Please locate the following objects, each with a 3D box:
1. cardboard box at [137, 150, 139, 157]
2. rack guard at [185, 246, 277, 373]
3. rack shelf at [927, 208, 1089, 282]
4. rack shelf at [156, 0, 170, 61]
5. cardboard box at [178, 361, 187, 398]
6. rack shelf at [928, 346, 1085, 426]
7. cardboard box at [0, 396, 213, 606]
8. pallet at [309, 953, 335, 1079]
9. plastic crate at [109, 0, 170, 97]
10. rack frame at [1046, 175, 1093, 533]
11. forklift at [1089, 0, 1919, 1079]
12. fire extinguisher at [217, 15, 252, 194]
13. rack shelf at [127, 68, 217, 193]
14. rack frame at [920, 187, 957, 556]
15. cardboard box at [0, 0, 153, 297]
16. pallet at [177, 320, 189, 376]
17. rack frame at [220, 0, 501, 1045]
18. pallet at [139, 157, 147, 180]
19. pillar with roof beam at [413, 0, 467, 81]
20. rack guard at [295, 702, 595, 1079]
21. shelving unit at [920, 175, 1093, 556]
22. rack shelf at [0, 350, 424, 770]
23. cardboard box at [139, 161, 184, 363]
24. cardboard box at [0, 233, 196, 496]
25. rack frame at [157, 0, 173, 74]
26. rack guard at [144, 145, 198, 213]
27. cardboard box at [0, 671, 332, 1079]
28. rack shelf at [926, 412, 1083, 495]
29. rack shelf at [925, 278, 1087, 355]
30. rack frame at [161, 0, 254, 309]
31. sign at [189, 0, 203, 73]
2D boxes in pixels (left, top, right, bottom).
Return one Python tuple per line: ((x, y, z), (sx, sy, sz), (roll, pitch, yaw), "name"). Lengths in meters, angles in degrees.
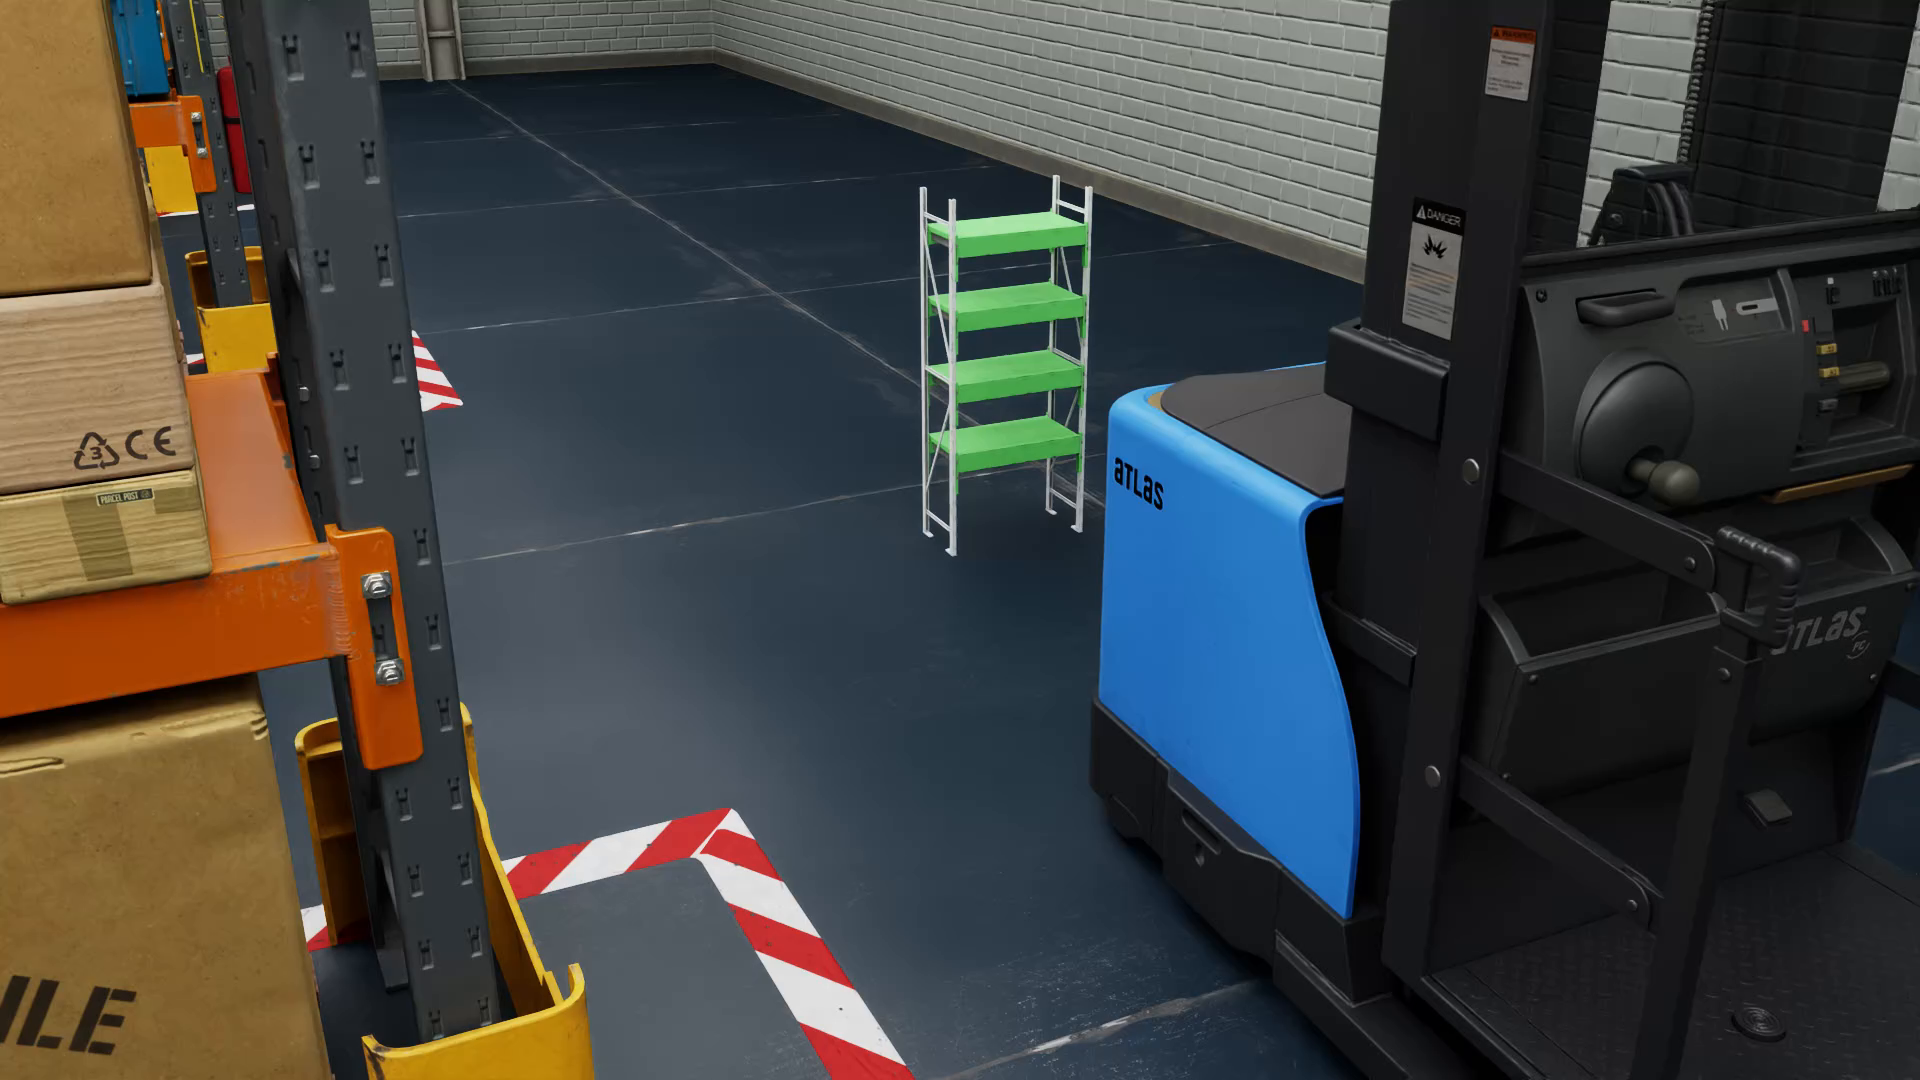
((-5.836, -2.704, 11.513), (0.250, 0.149, 0.380), (-10, 25, -24), "cardboard box")
((-3.149, -0.915, 7.307), (0.348, 0.500, 1.175), (-10, 25, -24), "rack guard")
((0.149, -0.966, 5.428), (0.480, 0.148, 0.258), (-10, 25, -24), "rack shelf")
((-7.112, -3.105, 10.270), (4.000, 0.370, 1.077), (-10, 25, -24), "rack shelf")
((-1.479, -0.293, 2.865), (0.250, 0.149, 0.380), (-10, 25, -23), "cardboard box")
((0.149, -0.523, 5.611), (0.480, 0.148, 0.258), (-10, 25, -24), "rack shelf")
((-1.194, -0.066, 2.316), (0.250, 0.149, 0.380), (-10, 24, -23), "cardboard box")
((-1.703, 1.093, 2.833), (1.213, 0.211, 1.003), (-10, 25, -24), "pallet")
((-3.385, -1.986, 6.501), (0.499, 0.435, 0.616), (-10, 25, -24), "plastic crate")
((0.369, -0.622, 5.685), (0.015, 1.200, 0.240), (-10, 25, -24), "rack frame")
((1.389, -0.264, 2.555), (1.130, 2.935, 3.031), (-10, 24, -23), "forklift")
((-2.832, -1.722, 6.577), (0.183, 0.674, 0.296), (-10, 25, -24), "fire extinguisher")
((-4.967, -1.397, 6.145), (4.000, 0.370, 1.077), (-10, 25, -24), "rack shelf")
((-0.071, -0.541, 5.489), (0.015, 1.200, 0.240), (-10, 25, -24), "rack frame")
((-1.341, -0.598, 2.099), (0.500, 0.500, 0.500), (-10, 25, -23), "cardboard box")
((-3.924, -0.650, 7.044), (1.213, 0.211, 1.003), (-10, 25, -24), "pallet")
((-1.016, -0.355, 2.685), (0.127, 3.000, 1.000), (-10, 25, -24), "rack frame")
((-6.096, -2.336, 11.117), (1.213, 0.211, 1.003), (-10, 25, -24), "pallet")
((-3.536, -7.510, 12.127), (0.400, 9.000, 9.100), (-10, 25, -24), "pillar with roof beam")
((-0.995, 0.796, 3.173), (0.348, 0.500, 1.175), (-10, 25, -24), "rack guard")
((0.149, -0.582, 5.587), (0.503, 1.200, 0.258), (-10, 25, -24), "shelving unit")
((-2.819, 0.309, 2.021), (4.000, 0.370, 1.077), (-10, 25, -24), "rack shelf")
((-1.566, -0.436, 2.689), (0.500, 0.250, 0.500), (-11, 25, -25), "cardboard box")
((-1.338, -0.251, 2.242), (0.500, 0.250, 0.500), (-11, 25, -24), "cardboard box")
((-5.309, -3.769, 10.934), (0.127, 3.000, 1.000), (-10, 25, -24), "rack frame")
((-5.378, -2.602, 11.382), (0.348, 0.500, 1.175), (-10, 25, -24), "rack guard")
((-1.558, 0.567, 2.688), (0.875, 0.875, 0.875), (-10, 25, -24), "cardboard box")
((0.149, -0.301, 5.703), (0.480, 0.148, 0.258), (-10, 25, -24), "rack shelf")
((0.149, -0.745, 5.519), (0.480, 0.148, 0.258), (-10, 25, -24), "rack shelf")
((-3.165, -2.062, 6.808), (0.127, 3.000, 1.000), (-10, 25, -24), "rack frame")
((-2.911, -1.950, 6.326), (0.005, 0.325, 0.100), (-10, 25, -24), "sign")
